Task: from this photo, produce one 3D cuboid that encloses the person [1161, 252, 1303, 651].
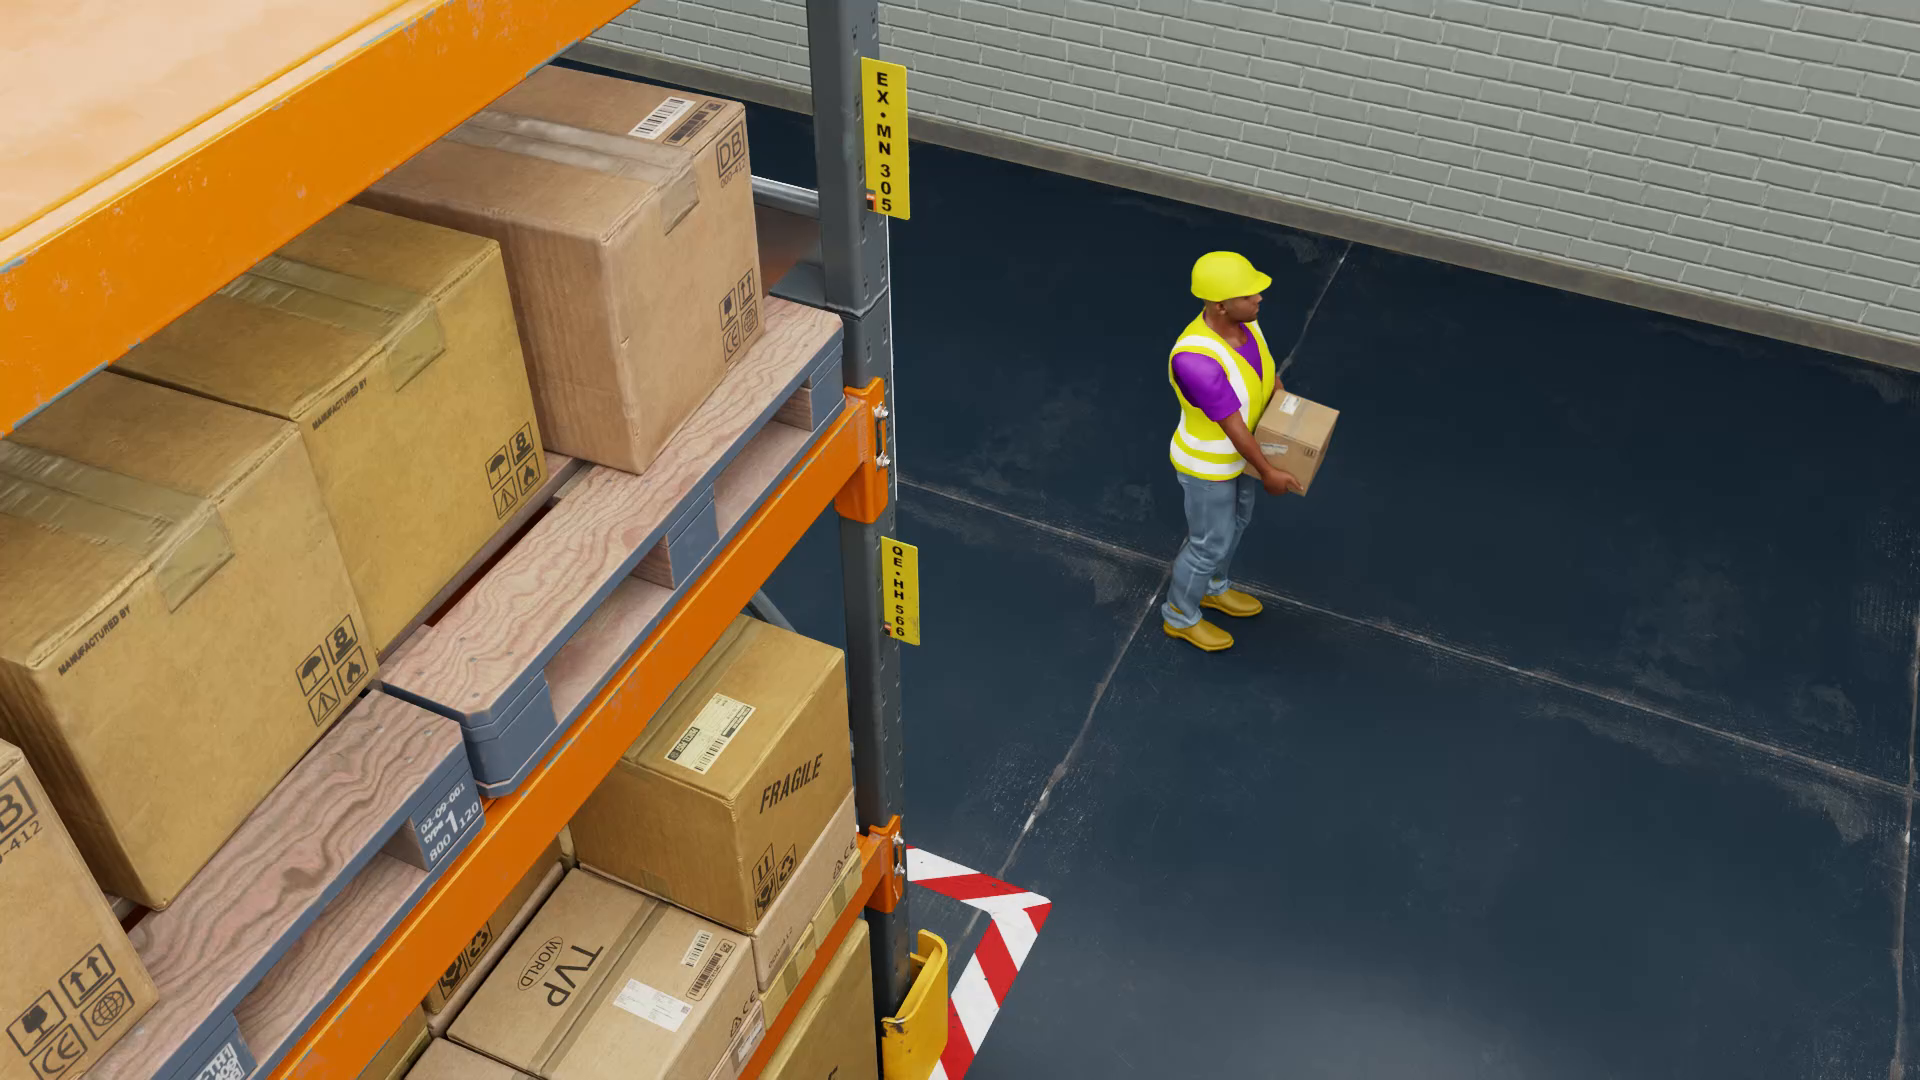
[{"bbox_3d":[1.100,-0.320,6.506,0.577,1.758,0.503,18,45,19],"label":"person"}]
